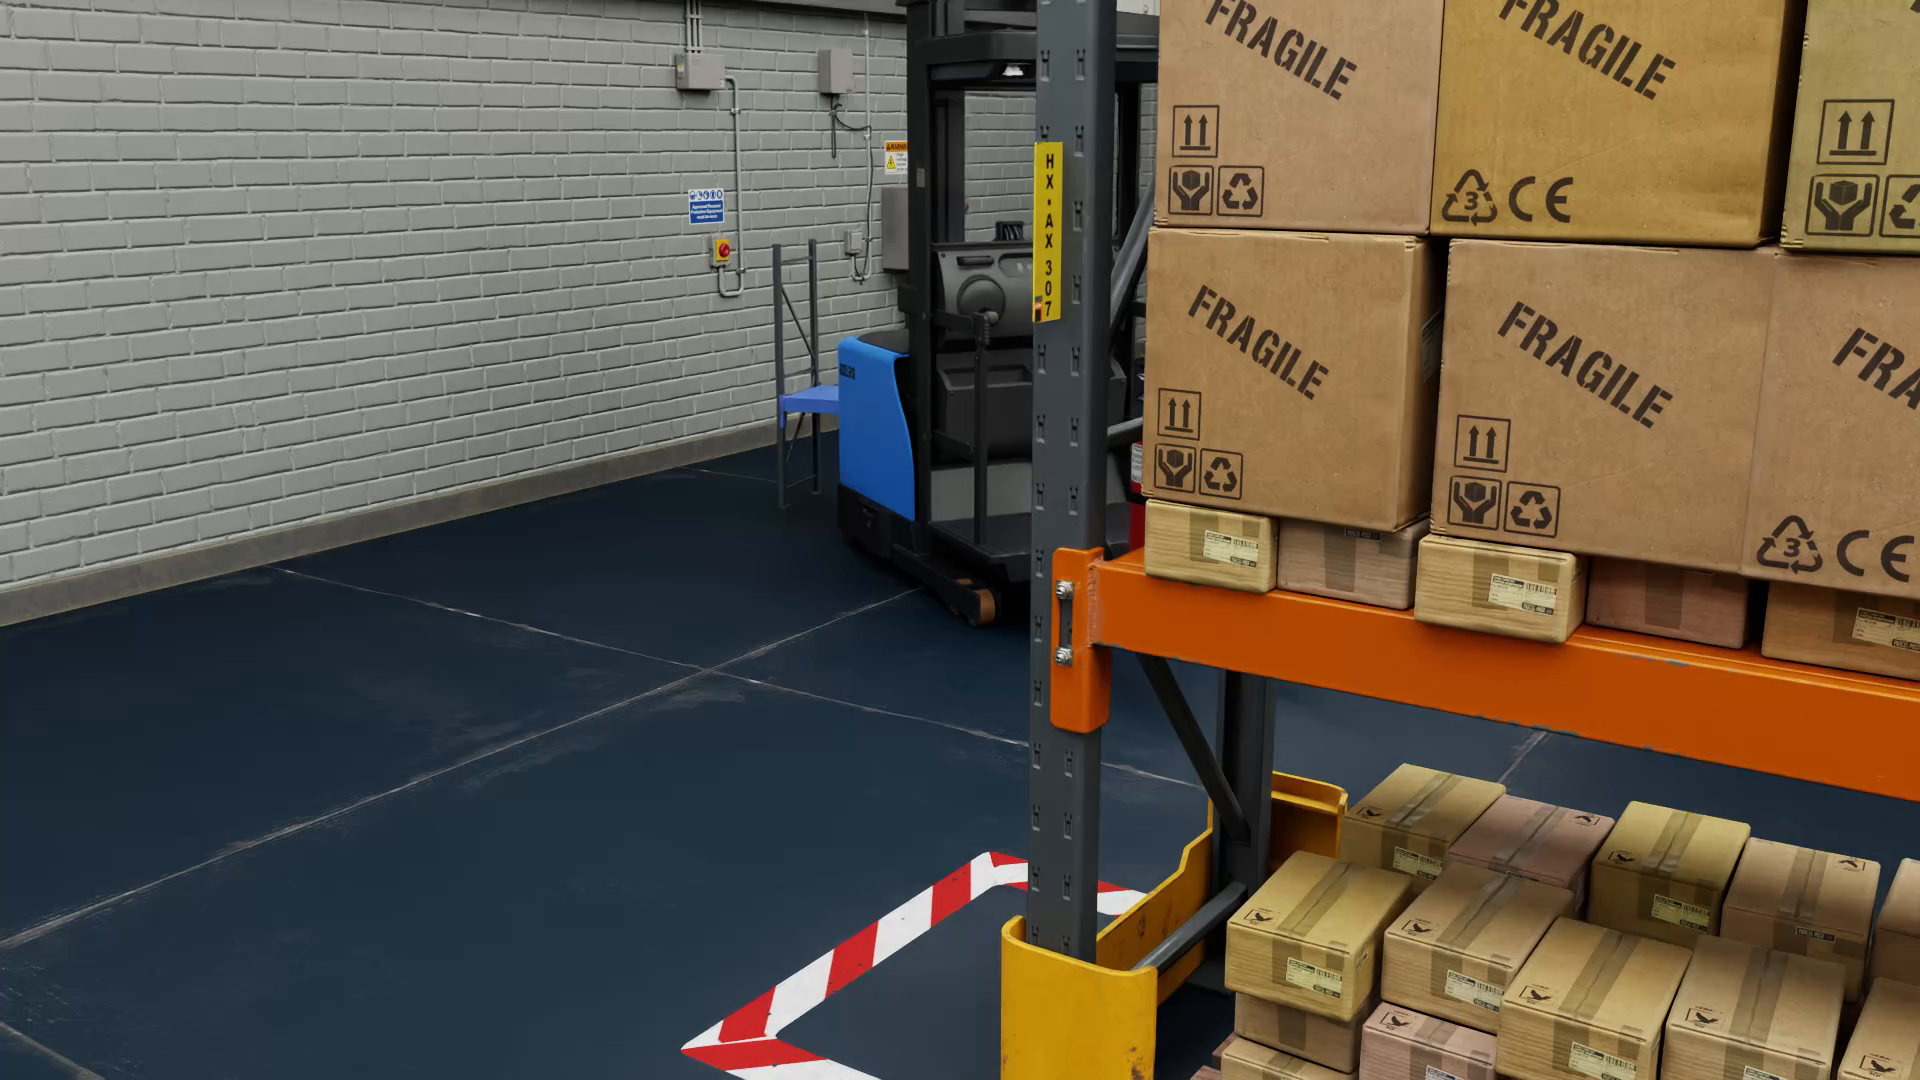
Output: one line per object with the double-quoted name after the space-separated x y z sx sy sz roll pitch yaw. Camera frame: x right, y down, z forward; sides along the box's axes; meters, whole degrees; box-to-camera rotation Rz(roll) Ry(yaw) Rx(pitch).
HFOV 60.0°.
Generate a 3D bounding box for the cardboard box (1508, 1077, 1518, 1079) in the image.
1.206 0.963 3.129 0.250 0.149 0.380 9 17 34 "cardboard box"

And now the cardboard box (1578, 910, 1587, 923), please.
1.251 0.838 3.634 0.250 0.149 0.380 9 16 32 "cardboard box"

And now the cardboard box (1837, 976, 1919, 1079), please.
1.622 0.901 2.764 0.250 0.149 0.380 10 17 35 "cardboard box"

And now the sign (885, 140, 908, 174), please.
-0.456 -2.826 12.277 0.001 0.242 0.339 9 17 33 "sign"

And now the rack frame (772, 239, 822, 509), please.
-0.935 -0.962 9.587 0.032 1.500 0.500 5 15 20 "rack frame"

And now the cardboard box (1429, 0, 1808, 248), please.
1.113 -0.756 2.725 0.500 0.500 0.500 10 17 34 "cardboard box"

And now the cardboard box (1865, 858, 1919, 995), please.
1.943 0.782 3.244 0.250 0.149 0.380 10 17 35 "cardboard box"

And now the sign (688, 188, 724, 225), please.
-1.624 -2.139 10.658 0.001 0.218 0.327 9 17 33 "sign"

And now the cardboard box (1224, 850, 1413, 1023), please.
0.712 0.772 3.281 0.250 0.149 0.380 8 16 30 "cardboard box"

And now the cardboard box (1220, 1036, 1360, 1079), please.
0.723 1.057 3.369 0.250 0.149 0.380 10 17 34 "cardboard box"

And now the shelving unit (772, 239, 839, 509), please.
-0.460 -0.918 9.412 1.048 1.500 0.538 5 15 20 "shelving unit"

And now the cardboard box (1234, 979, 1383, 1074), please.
0.758 0.900 3.384 0.250 0.149 0.380 10 17 35 "cardboard box"

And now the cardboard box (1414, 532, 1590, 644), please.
0.980 0.047 2.916 0.250 0.149 0.380 9 16 31 "cardboard box"

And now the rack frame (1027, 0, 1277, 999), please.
0.467 -0.257 3.618 0.127 3.000 1.000 9 17 33 "rack frame"

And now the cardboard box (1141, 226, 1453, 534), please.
0.685 -0.334 3.105 0.500 0.500 0.500 10 17 35 "cardboard box"

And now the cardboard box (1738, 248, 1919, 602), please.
1.543 -0.200 2.560 0.500 0.500 0.500 9 17 34 "cardboard box"

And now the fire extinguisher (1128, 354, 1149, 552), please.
0.515 -0.164 4.181 0.183 0.674 0.296 9 17 33 "fire extinguisher"

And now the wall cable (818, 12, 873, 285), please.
-0.764 -2.786 11.723 0.122 1.984 0.588 9 17 33 "wall cable"

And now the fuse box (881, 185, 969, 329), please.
-0.253 -1.783 12.464 0.414 1.711 0.539 9 17 33 "fuse box"

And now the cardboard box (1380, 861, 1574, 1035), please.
1.008 0.785 3.229 0.250 0.149 0.380 10 17 34 "cardboard box"

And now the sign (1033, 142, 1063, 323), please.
0.164 -0.569 3.077 0.005 0.325 0.100 9 17 33 "sign"

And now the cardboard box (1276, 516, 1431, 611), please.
0.787 0.000 3.104 0.250 0.149 0.380 10 17 35 "cardboard box"

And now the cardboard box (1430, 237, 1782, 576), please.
1.143 -0.268 2.835 0.500 0.500 0.500 9 17 33 "cardboard box"

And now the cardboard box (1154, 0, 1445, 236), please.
0.691 -0.822 2.993 0.500 0.500 0.500 9 17 32 "cardboard box"

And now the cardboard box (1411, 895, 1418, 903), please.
1.064 0.793 3.819 0.250 0.149 0.380 9 16 31 "cardboard box"

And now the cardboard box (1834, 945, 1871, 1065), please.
1.662 0.919 3.310 0.250 0.149 0.380 9 16 32 "cardboard box"

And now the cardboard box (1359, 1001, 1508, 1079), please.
0.954 0.948 3.190 0.250 0.149 0.380 9 17 33 "cardboard box"

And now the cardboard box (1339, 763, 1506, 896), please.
1.047 0.655 3.756 0.250 0.149 0.380 9 17 33 "cardboard box"

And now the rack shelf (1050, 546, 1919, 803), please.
2.126 0.361 2.621 4.000 0.370 1.077 9 17 33 "rack shelf"

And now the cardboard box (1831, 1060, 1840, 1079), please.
1.359 1.019 2.903 0.250 0.149 0.380 10 17 35 "cardboard box"

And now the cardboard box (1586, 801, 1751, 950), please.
1.510 0.709 3.536 0.250 0.149 0.380 9 16 32 "cardboard box"

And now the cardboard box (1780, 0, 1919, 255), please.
1.533 -0.681 2.425 0.500 0.500 0.500 9 16 32 "cardboard box"

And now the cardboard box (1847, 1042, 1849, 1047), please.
1.632 1.036 2.835 0.250 0.149 0.380 8 16 30 "cardboard box"

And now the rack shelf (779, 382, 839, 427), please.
-0.460 -0.744 9.455 1.000 0.185 0.538 5 15 20 "rack shelf"

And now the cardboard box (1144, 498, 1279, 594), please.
0.553 -0.026 3.209 0.250 0.149 0.380 9 17 32 "cardboard box"

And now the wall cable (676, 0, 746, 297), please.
-1.546 -2.517 10.570 0.123 1.953 0.585 9 17 33 "wall cable"

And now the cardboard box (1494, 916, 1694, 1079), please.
1.145 0.845 2.989 0.250 0.149 0.380 9 17 33 "cardboard box"

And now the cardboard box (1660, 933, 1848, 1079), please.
1.397 0.861 2.922 0.250 0.149 0.380 8 16 30 "cardboard box"

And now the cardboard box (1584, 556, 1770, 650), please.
1.272 0.054 2.886 0.250 0.149 0.380 10 17 35 "cardboard box"

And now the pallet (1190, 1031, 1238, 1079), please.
1.184 1.223 3.444 1.213 0.211 1.003 9 17 33 "pallet"

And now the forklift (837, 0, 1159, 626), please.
0.426 -1.162 7.419 1.130 2.935 3.031 -6 15 -24 "forklift"

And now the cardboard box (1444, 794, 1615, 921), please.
1.224 0.700 3.574 0.250 0.149 0.380 10 17 34 "cardboard box"

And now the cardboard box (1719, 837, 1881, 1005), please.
1.689 0.757 3.345 0.250 0.149 0.380 8 16 31 "cardboard box"

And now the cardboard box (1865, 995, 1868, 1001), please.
1.933 0.929 3.268 0.250 0.149 0.380 9 17 34 "cardboard box"

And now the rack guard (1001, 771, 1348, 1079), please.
0.530 0.967 3.878 0.348 0.500 1.175 9 17 33 "rack guard"

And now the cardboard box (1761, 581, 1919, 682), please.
1.483 0.095 2.719 0.250 0.149 0.380 9 17 32 "cardboard box"
